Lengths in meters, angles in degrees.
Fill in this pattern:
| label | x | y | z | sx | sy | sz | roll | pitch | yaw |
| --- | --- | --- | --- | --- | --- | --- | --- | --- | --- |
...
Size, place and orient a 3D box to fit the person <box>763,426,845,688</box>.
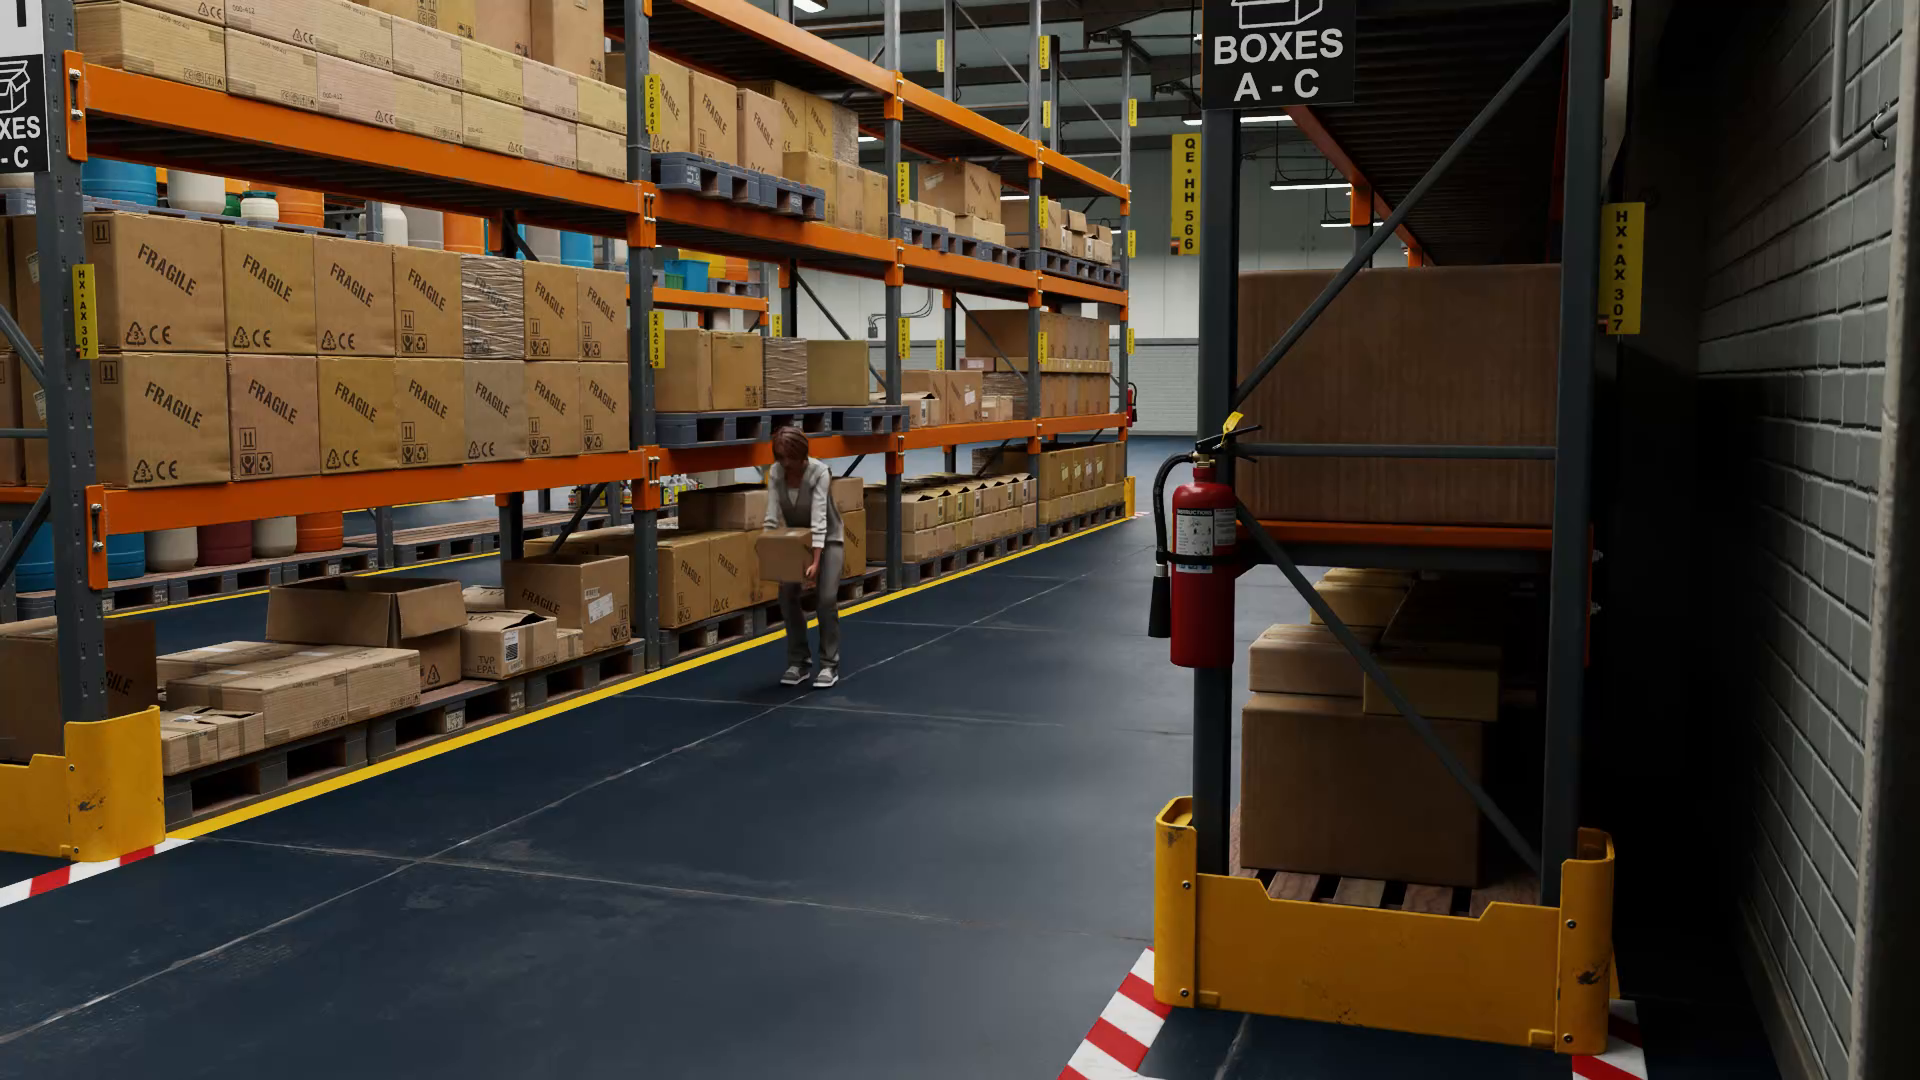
| label | x | y | z | sx | sy | sz | roll | pitch | yaw |
| --- | --- | --- | --- | --- | --- | --- | --- | --- | --- |
| person | -0.868 | 0.104 | 9.203 | 0.378 | 1.443 | 0.647 | 2 | 6 | 17 |
